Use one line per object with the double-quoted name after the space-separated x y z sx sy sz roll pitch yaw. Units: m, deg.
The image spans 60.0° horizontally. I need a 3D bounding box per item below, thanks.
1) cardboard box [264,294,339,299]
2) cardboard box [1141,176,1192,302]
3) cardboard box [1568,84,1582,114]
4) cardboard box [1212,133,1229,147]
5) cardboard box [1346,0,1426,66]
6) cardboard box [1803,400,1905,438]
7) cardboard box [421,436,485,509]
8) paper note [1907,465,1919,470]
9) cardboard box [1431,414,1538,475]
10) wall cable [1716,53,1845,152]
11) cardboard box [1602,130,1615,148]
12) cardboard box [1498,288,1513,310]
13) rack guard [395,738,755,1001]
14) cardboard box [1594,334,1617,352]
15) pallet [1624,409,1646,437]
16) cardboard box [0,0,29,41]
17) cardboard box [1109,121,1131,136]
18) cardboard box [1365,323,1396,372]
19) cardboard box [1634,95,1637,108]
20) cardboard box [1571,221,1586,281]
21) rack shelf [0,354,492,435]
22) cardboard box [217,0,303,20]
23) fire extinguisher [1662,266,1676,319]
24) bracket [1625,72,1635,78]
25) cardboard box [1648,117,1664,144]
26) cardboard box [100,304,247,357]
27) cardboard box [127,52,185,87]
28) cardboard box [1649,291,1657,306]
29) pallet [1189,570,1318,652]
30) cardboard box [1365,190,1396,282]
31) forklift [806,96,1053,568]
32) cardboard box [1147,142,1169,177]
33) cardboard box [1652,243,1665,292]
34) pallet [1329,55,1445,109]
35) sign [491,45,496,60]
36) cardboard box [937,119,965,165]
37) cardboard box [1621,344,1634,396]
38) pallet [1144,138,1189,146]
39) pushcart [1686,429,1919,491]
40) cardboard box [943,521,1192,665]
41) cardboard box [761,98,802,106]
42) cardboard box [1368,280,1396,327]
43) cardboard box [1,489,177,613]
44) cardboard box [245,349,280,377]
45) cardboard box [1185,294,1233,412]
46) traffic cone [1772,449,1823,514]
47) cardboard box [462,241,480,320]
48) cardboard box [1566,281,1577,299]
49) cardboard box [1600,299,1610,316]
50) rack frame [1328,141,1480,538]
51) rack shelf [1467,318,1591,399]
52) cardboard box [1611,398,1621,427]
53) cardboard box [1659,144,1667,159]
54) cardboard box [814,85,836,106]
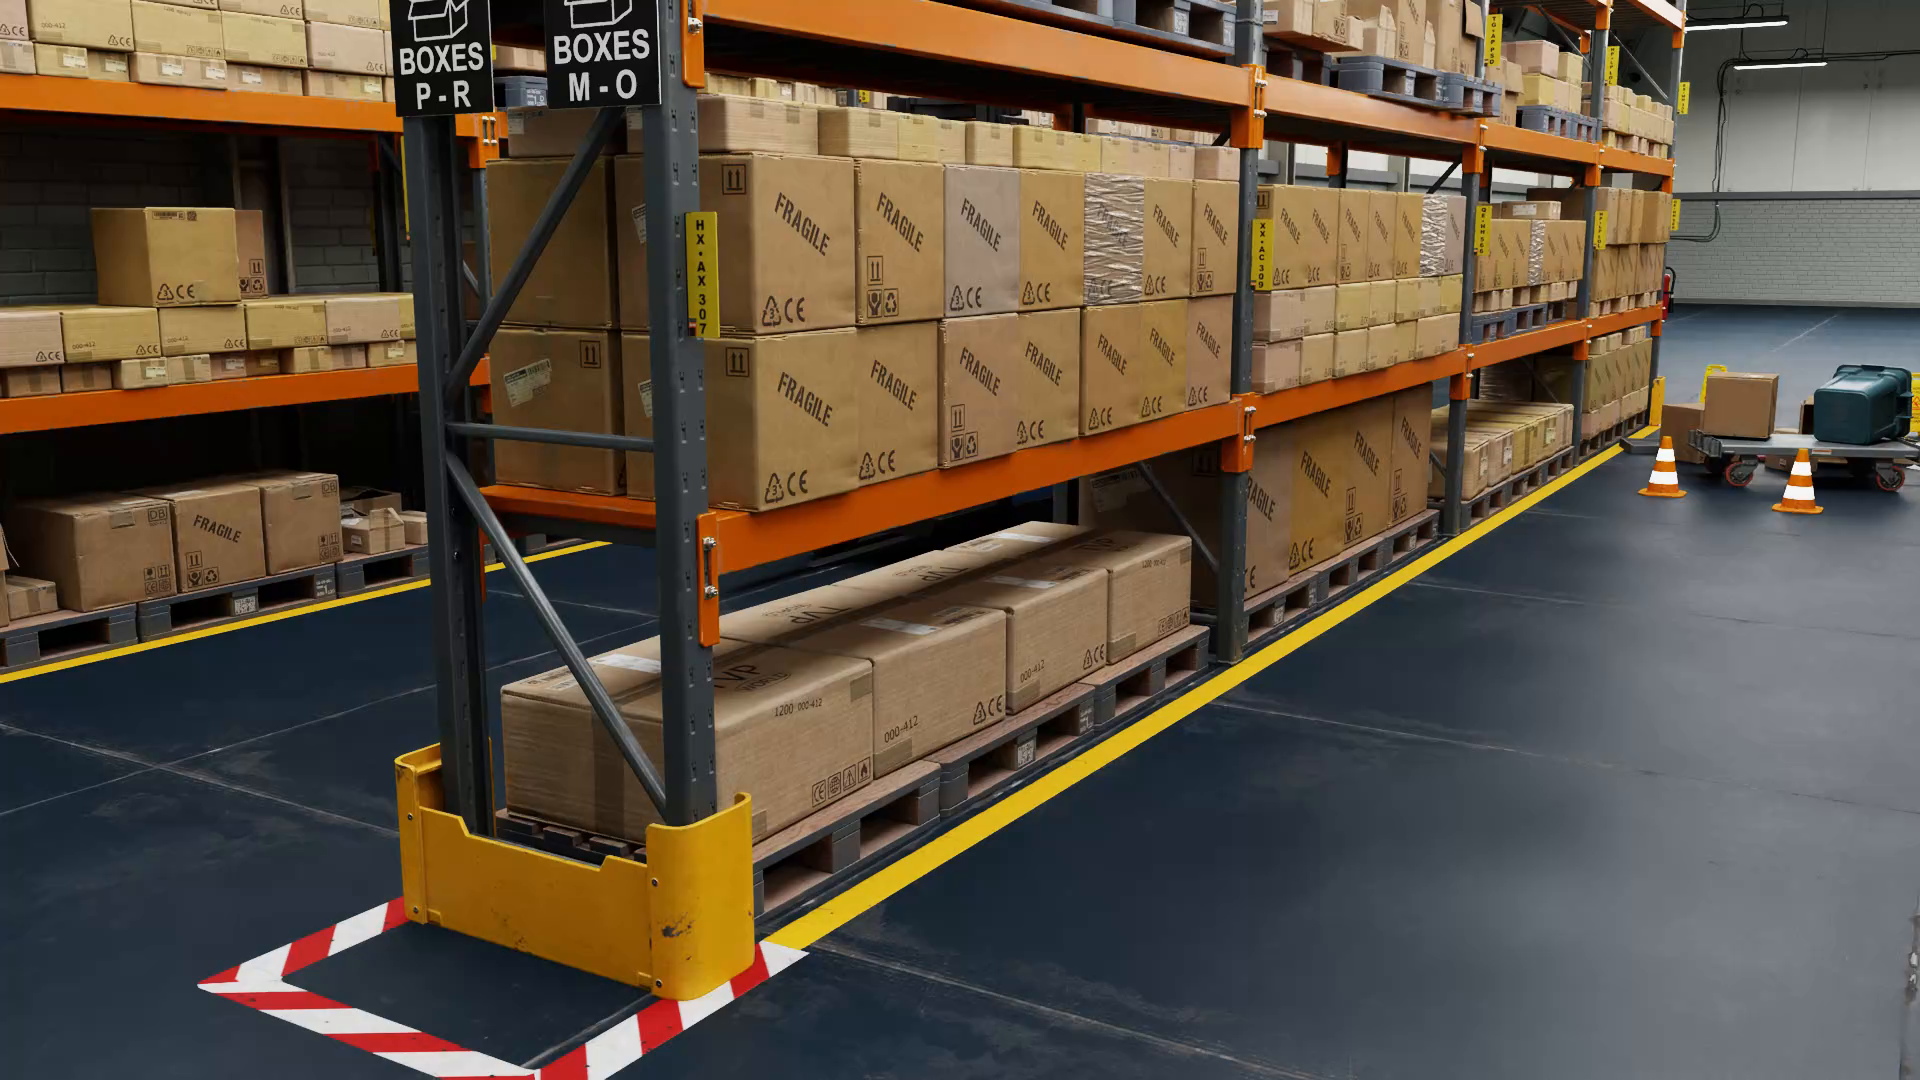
-4.057 -1.329 9.915 0.500 0.250 0.500 6 12 30 "cardboard box"
0.650 -1.276 7.042 0.500 0.500 0.500 6 12 30 "cardboard box"
4.904 -3.674 13.957 0.500 0.250 0.500 6 12 30 "cardboard box"
2.894 -4.962 19.884 0.500 0.500 0.500 7 13 33 "cardboard box"
2.339 -2.969 9.510 0.500 0.500 0.500 7 12 31 "cardboard box"
8.412 -1.057 15.645 0.797 0.503 0.637 -2 11 -9 "cardboard box"
-3.312 -0.471 11.387 0.500 0.500 0.500 6 12 30 "cardboard box"
8.507 -0.641 14.730 0.155 0.023 0.172 -8 13 -38 "paper note"
4.083 -0.782 13.393 0.950 0.372 0.625 7 13 33 "cardboard box"
22.331 -11.954 45.479 3.097 2.526 0.112 6 12 31 "wall cable"
5.641 -3.585 14.897 0.380 0.149 0.250 6 12 31 "cardboard box"
3.852 -1.781 12.272 0.380 0.149 0.250 6 12 31 "cardboard box"
-1.159 0.947 4.952 1.175 0.500 0.348 6 12 31 "rack guard"
6.002 -1.877 15.773 0.380 0.149 0.250 7 13 33 "cardboard box"
6.669 -1.295 17.711 1.003 0.211 1.213 6 12 31 "pallet"
-4.681 -2.432 7.653 0.500 0.250 0.500 7 13 32 "cardboard box"
1.479 -4.440 17.612 0.500 0.311 0.500 7 13 32 "cardboard box"
2.198 -1.123 9.624 0.500 0.250 0.500 6 12 30 "cardboard box"
6.262 -4.186 15.943 0.380 0.149 0.250 7 13 32 "cardboard box"
5.040 -2.480 14.242 0.500 0.500 0.500 6 12 30 "cardboard box"
-4.353 -0.720 9.018 1.077 0.370 4.000 6 12 31 "rack shelf"
-3.897 -2.919 8.897 0.500 0.250 0.500 7 12 32 "cardboard box"
7.613 -2.738 18.051 0.296 0.674 0.183 6 12 31 "fire extinguisher"
18.802 -12.999 46.569 0.076 0.066 3.189 6 12 31 "bracket"
6.851 -4.165 16.911 0.500 0.250 0.500 6 12 30 "cardboard box"
-4.156 -1.119 8.794 0.500 0.250 0.500 6 12 29 "cardboard box"
-4.148 -2.370 8.406 0.380 0.149 0.250 6 12 31 "cardboard box"
7.112 -2.549 17.513 0.380 0.149 0.250 6 12 30 "cardboard box"
1.266 0.328 9.046 1.003 0.211 1.213 6 12 31 "pallet"
2.170 -1.740 9.523 0.500 0.500 0.500 6 12 30 "cardboard box"
-0.325 -1.341 10.568 1.130 2.935 3.031 6 12 30 "forklift"
0.674 -1.626 7.150 0.380 0.149 0.250 6 12 31 "cardboard box"
7.114 -2.885 17.550 0.500 0.500 0.500 6 12 30 "cardboard box"
2.140 -2.643 9.695 1.003 0.211 1.213 7 13 33 "pallet"
-2.847 -3.066 10.038 0.100 0.325 0.005 6 12 31 "sign"
-0.205 -1.342 5.632 0.380 0.149 0.250 7 12 31 "cardboard box"
6.431 -1.713 16.662 0.500 0.500 0.500 6 12 29 "cardboard box"
1.894 -4.405 18.835 1.003 0.211 1.213 6 12 31 "pallet"
7.058 -0.674 13.943 1.648 0.377 0.936 2 11 11 "pushcart"
0.512 0.227 7.827 0.875 0.438 0.875 6 12 30 "cardboard box"
-1.557 -3.235 12.752 0.500 0.250 0.500 6 12 31 "cardboard box"
2.191 -1.370 9.584 0.500 0.250 0.500 6 12 29 "cardboard box"
-4.516 0.045 8.627 0.700 0.500 0.500 7 13 33 "cardboard box"
-3.993 -0.993 9.203 0.380 0.149 0.250 7 12 32 "cardboard box"
0.907 -0.866 7.573 0.500 0.500 0.500 7 12 31 "cardboard box"
6.340 -0.456 12.546 0.336 0.463 0.334 6 12 31 "traffic cone"
-2.872 -1.698 10.877 0.700 0.500 0.500 7 13 32 "cardboard box"
5.052 -2.148 14.234 0.380 0.149 0.250 7 12 32 "cardboard box"
5.878 -2.193 15.614 0.380 0.149 0.250 7 13 32 "cardboard box"
3.007 -1.544 11.463 1.000 3.000 0.127 6 12 31 "rack frame"
4.045 -1.505 13.209 1.077 0.370 4.000 6 12 31 "rack shelf"
6.161 -1.263 16.296 0.500 0.250 0.500 6 12 30 "cardboard box"
7.113 -4.028 17.262 0.380 0.149 0.250 6 12 31 "cardboard box"
-1.216 -3.535 13.273 0.380 0.149 0.250 7 13 32 "cardboard box"
